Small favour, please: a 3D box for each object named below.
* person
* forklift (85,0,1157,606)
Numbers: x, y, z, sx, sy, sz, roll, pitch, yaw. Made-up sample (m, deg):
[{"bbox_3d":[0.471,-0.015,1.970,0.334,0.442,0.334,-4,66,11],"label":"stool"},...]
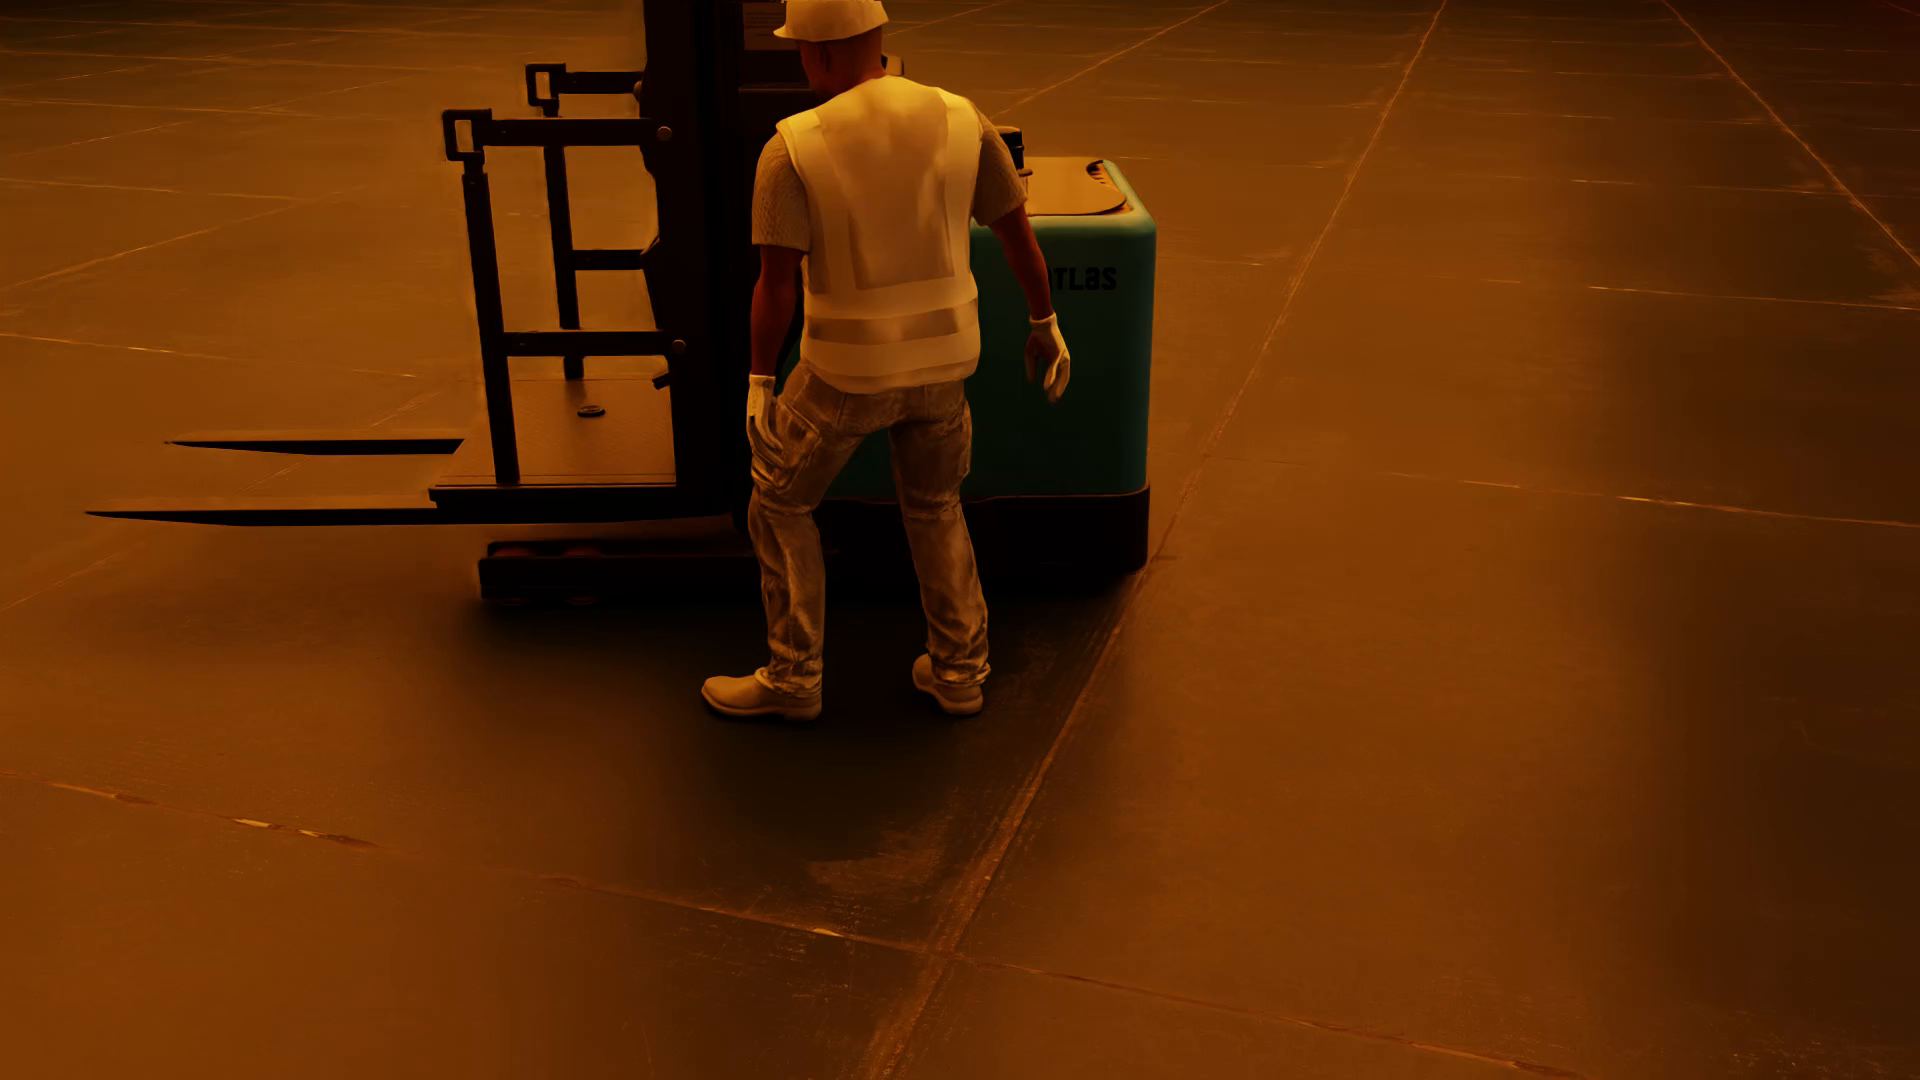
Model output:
[{"bbox_3d":[-0.192,-0.422,3.885,0.894,1.744,0.458,-10,24,-23],"label":"person"},{"bbox_3d":[-0.990,-1.374,4.607,3.031,2.935,1.130,-1,22,-2],"label":"forklift"}]
